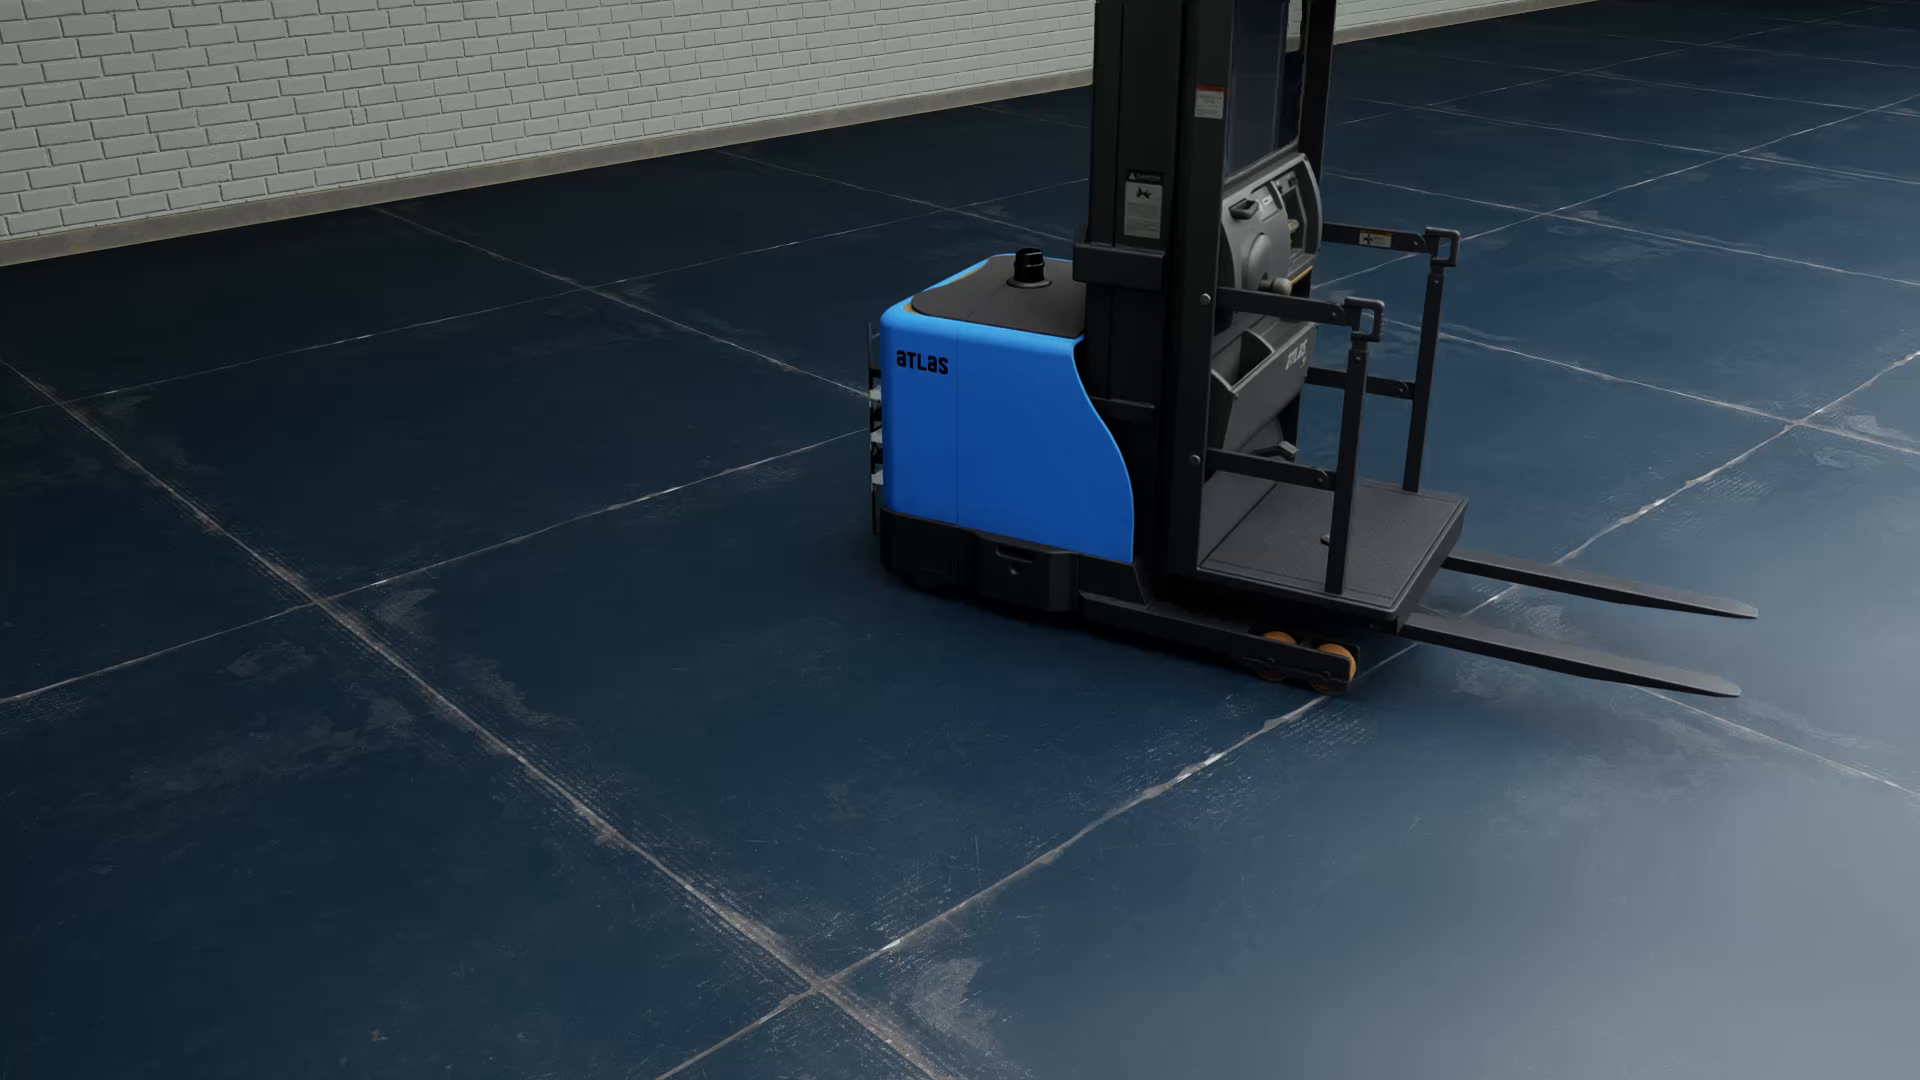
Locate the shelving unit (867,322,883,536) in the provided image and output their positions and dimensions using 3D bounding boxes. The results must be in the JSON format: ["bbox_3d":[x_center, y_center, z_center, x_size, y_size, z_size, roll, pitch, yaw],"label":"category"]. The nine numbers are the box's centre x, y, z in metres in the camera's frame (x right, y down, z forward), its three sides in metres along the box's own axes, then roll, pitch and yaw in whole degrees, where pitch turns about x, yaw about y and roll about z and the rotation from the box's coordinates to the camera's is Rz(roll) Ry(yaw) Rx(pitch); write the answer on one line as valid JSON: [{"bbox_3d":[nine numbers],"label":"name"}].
[{"bbox_3d":[-0.209,-0.448,6.648,0.210,0.900,0.258,13,27,26],"label":"shelving unit"}]

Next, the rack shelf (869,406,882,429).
[{"bbox_3d":[-0.209,-0.500,6.625,0.200,0.077,0.258,13,27,26],"label":"rack shelf"}]

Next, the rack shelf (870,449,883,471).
[{"bbox_3d":[-0.209,-0.336,6.700,0.200,0.077,0.258,13,27,26],"label":"rack shelf"}]

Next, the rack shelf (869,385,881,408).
[{"bbox_3d":[-0.209,-0.582,6.587,0.200,0.077,0.258,13,27,26],"label":"rack shelf"}]

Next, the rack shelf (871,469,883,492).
[{"bbox_3d":[-0.209,-0.254,6.737,0.200,0.077,0.258,13,27,26],"label":"rack shelf"}]

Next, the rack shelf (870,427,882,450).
[{"bbox_3d":[-0.209,-0.418,6.662,0.200,0.077,0.258,13,27,26],"label":"rack shelf"}]

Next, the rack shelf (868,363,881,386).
[{"bbox_3d":[-0.209,-0.664,6.550,0.200,0.077,0.258,13,27,26],"label":"rack shelf"}]

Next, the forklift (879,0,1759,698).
[{"bbox_3d":[1.239,-1.065,5.554,3.031,2.935,1.130,13,27,26],"label":"forklift"}]

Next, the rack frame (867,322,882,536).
[{"bbox_3d":[-0.299,-0.468,6.692,0.006,0.900,0.240,13,27,26],"label":"rack frame"}]
